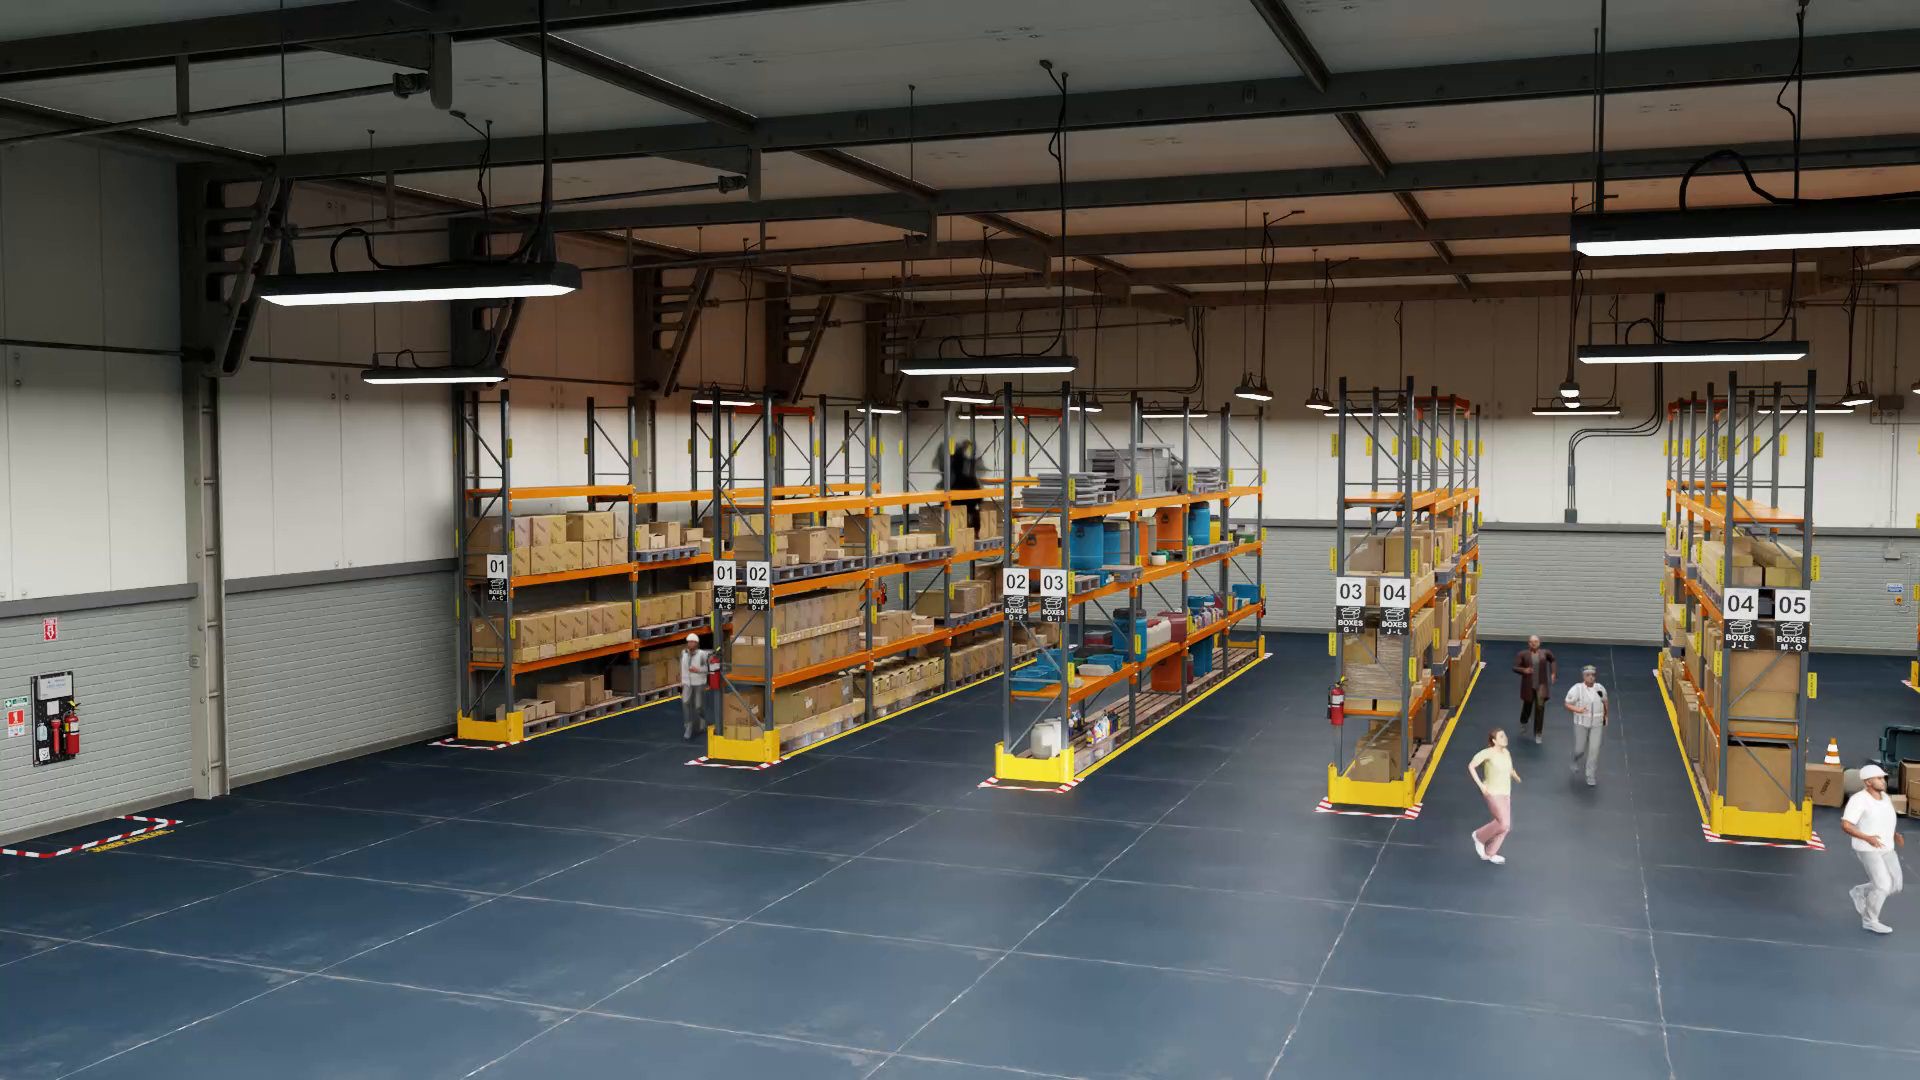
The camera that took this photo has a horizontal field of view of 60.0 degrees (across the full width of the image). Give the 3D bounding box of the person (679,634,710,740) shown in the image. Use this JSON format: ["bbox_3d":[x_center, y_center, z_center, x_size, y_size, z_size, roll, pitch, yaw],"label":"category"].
[{"bbox_3d":[-4.624,2.524,29.028,0.678,1.814,0.944,1,3,12],"label":"person"}]

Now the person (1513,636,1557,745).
[{"bbox_3d":[9.868,2.541,28.572,0.725,1.821,1.032,1,3,17],"label":"person"}]

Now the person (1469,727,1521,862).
[{"bbox_3d":[6.488,3.076,20.046,0.624,1.638,0.514,-2,4,-31],"label":"person"}]

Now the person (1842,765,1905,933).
[{"bbox_3d":[9.470,3.190,17.260,0.686,1.718,0.606,-2,3,-26],"label":"person"}]

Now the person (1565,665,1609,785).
[{"bbox_3d":[9.423,2.748,24.981,0.670,1.744,0.796,0,3,7],"label":"person"}]
